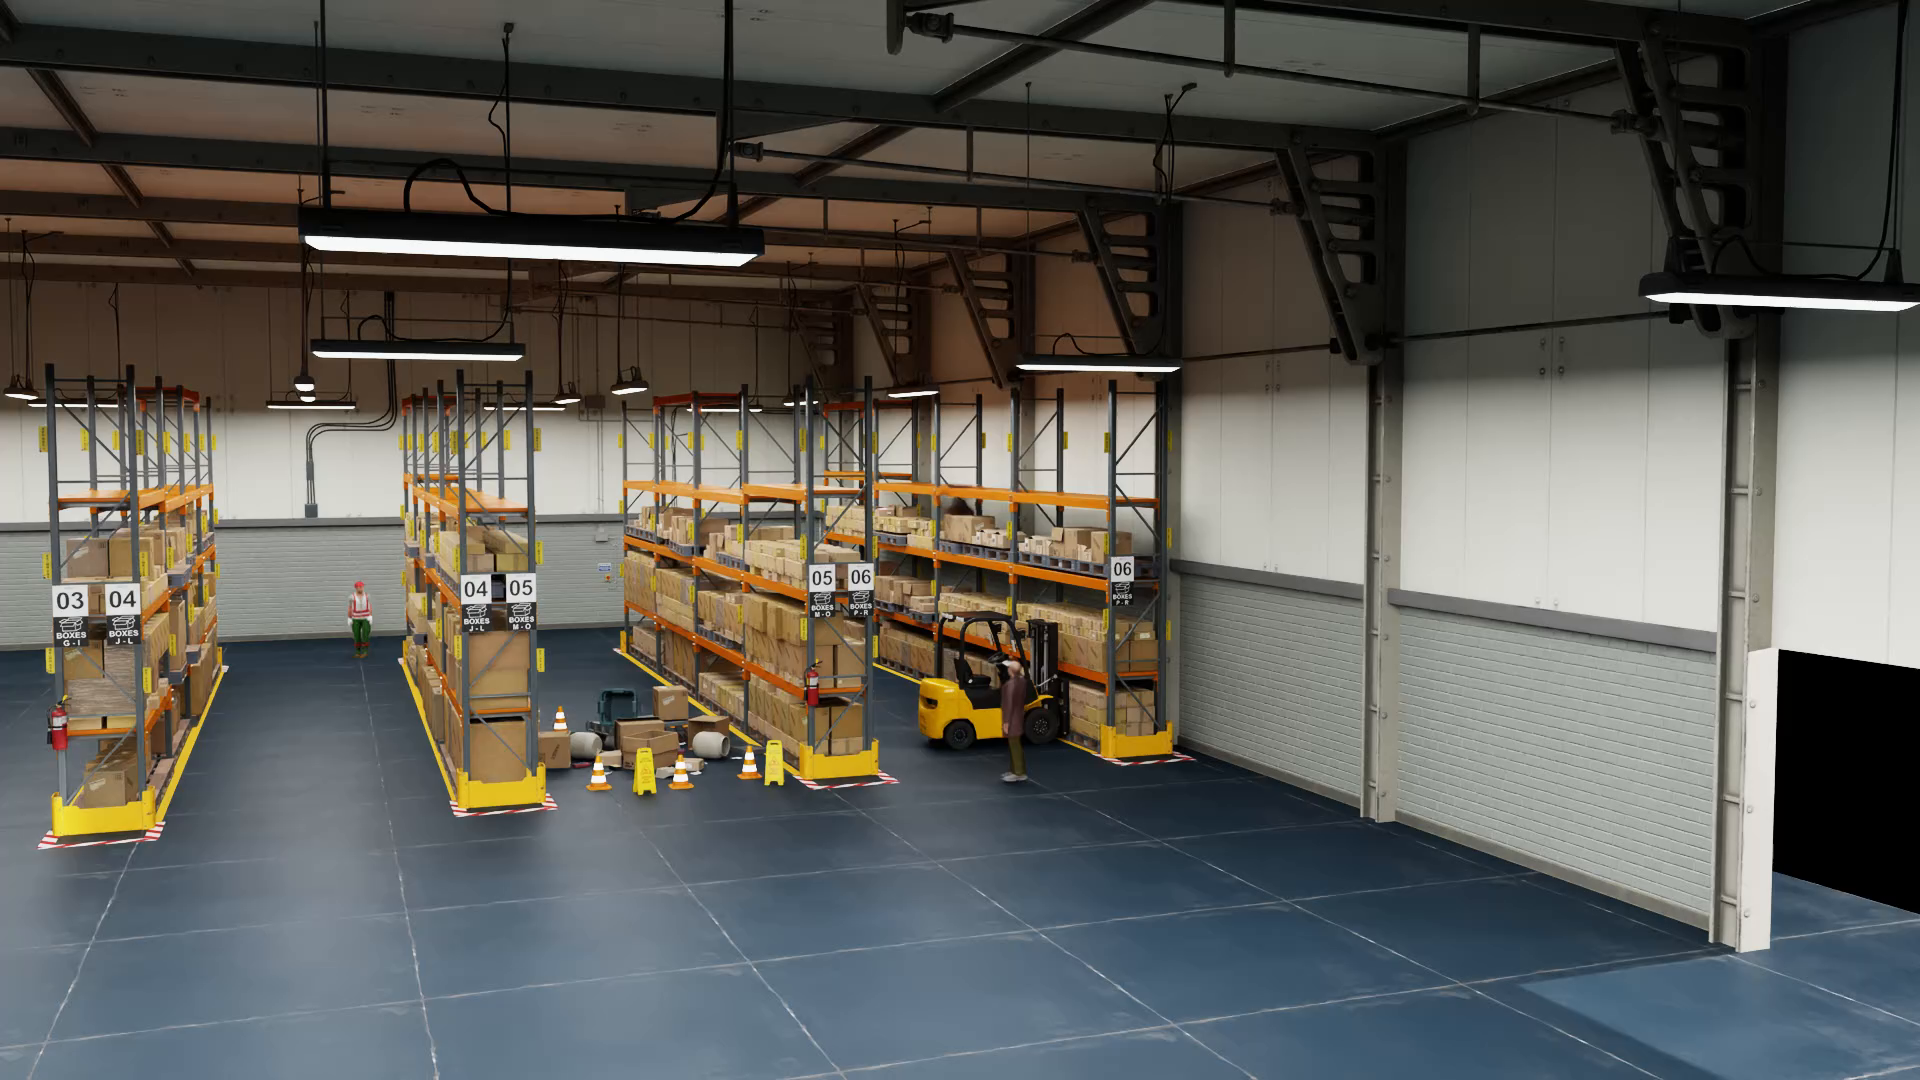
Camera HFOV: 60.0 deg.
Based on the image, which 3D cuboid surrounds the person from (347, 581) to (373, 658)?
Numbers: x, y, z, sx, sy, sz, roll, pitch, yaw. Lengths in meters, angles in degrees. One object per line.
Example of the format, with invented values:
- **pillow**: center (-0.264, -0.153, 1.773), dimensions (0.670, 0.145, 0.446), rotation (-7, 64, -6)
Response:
- **person**: center (-13.943, 1.846, 38.640), dimensions (0.550, 1.795, 0.387), rotation (-1, 4, -20)

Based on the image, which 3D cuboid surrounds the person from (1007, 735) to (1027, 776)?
- **person**: center (0.820, 2.972, 24.628), dimensions (0.370, 1.001, 0.393), rotation (1, 3, 10)
